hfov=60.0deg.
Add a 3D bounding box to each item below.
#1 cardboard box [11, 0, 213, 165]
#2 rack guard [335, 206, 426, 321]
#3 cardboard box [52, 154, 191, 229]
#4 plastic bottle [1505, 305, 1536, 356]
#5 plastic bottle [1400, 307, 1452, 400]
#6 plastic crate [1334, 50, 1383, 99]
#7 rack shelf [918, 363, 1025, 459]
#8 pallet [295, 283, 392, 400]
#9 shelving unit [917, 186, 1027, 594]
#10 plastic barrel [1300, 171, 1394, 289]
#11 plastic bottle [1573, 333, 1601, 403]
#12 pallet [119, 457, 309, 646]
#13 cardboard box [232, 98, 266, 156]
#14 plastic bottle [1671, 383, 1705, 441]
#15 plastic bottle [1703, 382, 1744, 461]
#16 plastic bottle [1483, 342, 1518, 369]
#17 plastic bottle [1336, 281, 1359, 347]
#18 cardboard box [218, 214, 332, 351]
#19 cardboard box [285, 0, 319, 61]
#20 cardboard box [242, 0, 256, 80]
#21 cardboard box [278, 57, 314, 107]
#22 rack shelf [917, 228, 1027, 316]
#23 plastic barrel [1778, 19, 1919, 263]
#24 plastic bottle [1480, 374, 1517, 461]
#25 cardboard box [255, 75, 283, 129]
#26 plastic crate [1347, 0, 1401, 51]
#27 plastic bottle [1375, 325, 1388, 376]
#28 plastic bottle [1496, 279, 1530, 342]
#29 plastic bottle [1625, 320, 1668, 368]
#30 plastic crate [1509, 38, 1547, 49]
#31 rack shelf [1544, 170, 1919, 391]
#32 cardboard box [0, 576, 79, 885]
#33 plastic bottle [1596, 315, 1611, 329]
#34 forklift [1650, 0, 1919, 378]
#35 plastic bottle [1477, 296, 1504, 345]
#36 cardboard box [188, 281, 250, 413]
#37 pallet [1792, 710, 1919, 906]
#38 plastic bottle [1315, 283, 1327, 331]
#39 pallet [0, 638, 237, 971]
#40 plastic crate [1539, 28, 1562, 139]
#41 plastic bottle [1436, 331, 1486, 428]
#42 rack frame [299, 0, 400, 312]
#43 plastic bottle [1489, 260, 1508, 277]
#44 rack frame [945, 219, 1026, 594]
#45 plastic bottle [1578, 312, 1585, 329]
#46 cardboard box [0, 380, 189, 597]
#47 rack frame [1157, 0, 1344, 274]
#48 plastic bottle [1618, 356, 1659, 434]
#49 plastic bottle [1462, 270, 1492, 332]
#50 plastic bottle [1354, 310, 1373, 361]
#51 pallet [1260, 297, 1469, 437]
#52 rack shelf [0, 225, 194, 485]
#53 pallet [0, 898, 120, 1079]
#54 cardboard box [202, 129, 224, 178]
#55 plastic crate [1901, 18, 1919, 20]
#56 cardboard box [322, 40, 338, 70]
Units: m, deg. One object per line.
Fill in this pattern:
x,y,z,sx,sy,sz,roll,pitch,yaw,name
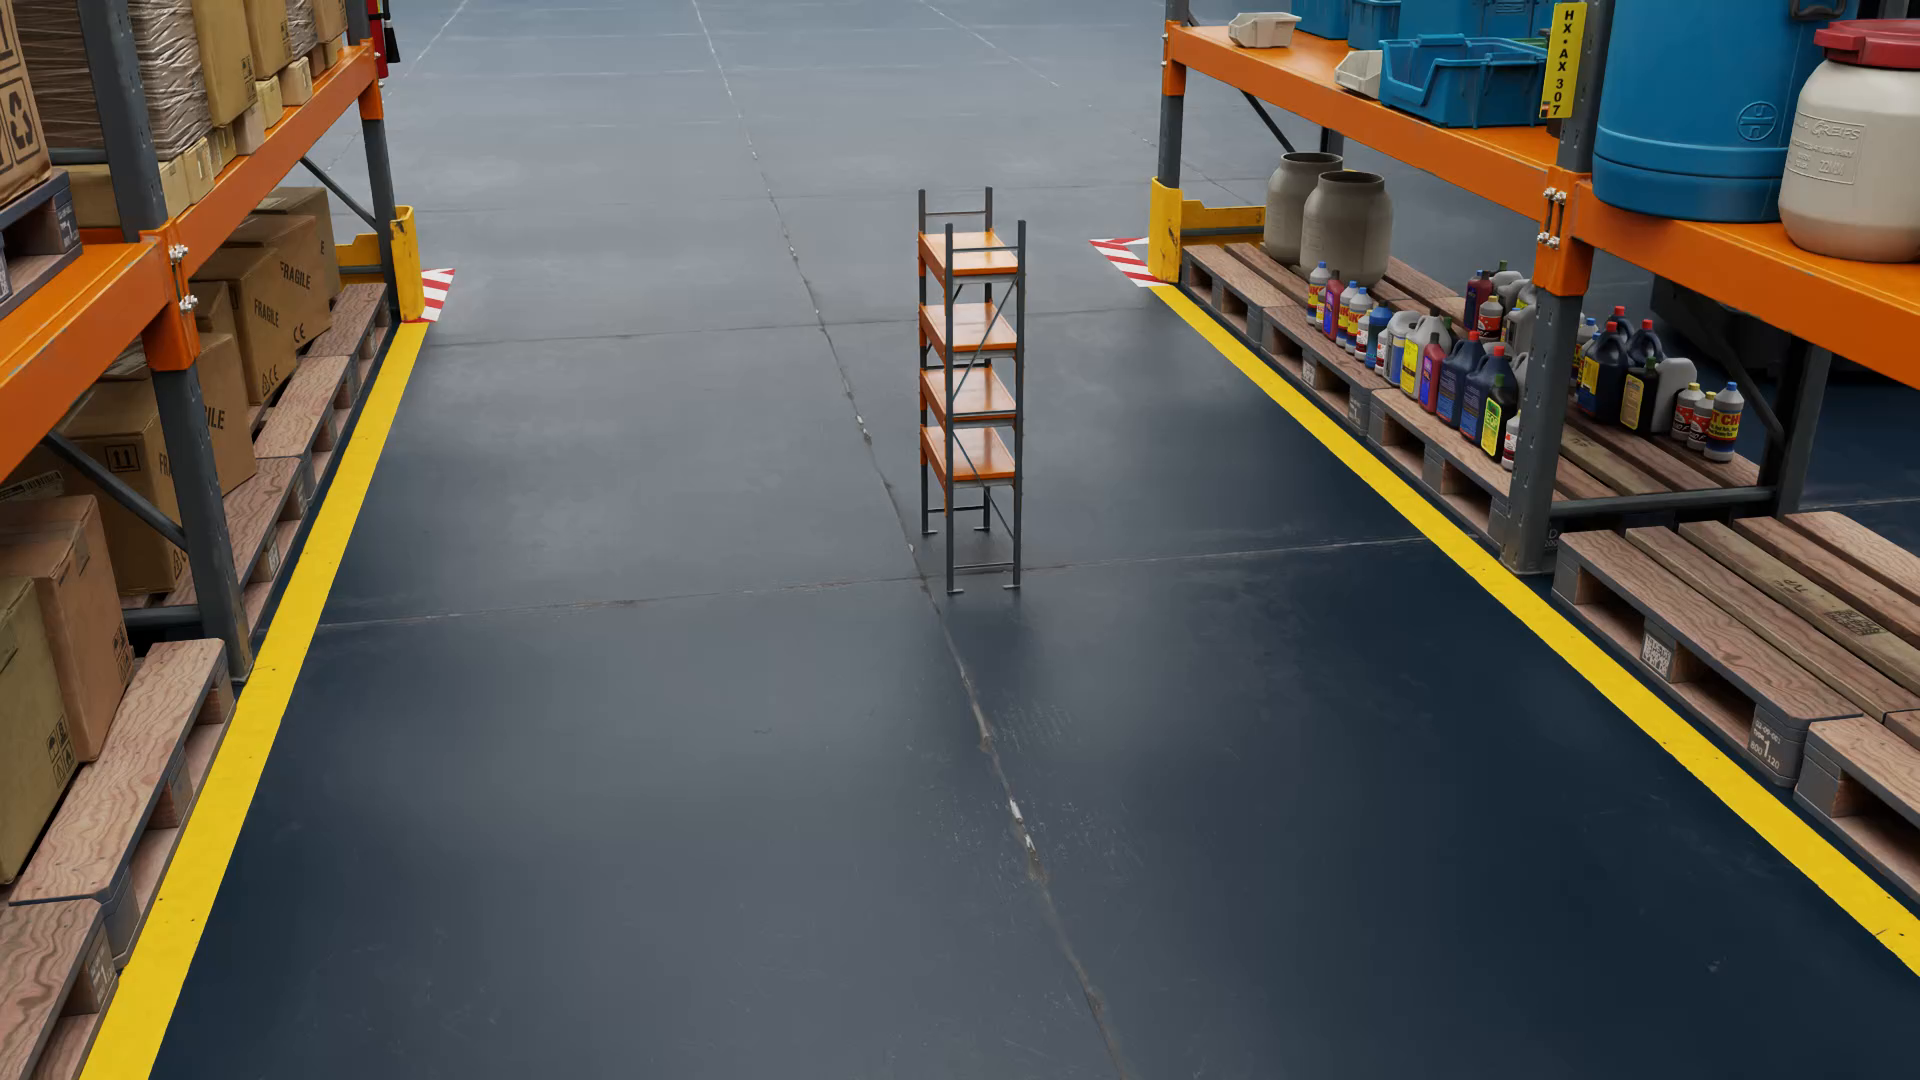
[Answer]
-2.583,-1.308,4.500,0.875,0.500,0.500,-4,24,-10,cardboard box
-3.286,-1.342,8.198,1.175,0.500,0.348,-4,24,-10,rack guard
-2.304,-0.936,4.459,0.380,0.149,0.250,-4,24,-10,cardboard box
2.311,-0.833,6.763,0.152,0.276,0.135,-4,24,-10,plastic bottle
1.810,-0.733,6.440,0.144,0.351,0.185,-4,24,-10,plastic bottle
1.758,-1.810,6.475,0.530,0.136,0.437,-4,24,-10,plastic crate
0.031,-0.423,5.388,0.258,0.148,0.480,-4,24,-10,rack shelf
-3.170,-0.887,7.518,1.003,0.211,1.213,-4,24,-10,pallet
0.031,-0.485,5.361,0.258,1.200,0.503,-4,24,-10,shelving unit
1.857,-1.486,7.988,0.421,0.512,0.421,0,24,0,plastic barrel
2.420,-0.658,6.369,0.097,0.271,0.097,0,24,0,plastic bottle
-2.719,0.072,5.321,1.003,0.211,1.213,-4,24,-10,pallet
-2.473,-1.330,5.362,0.380,0.149,0.250,-4,24,-10,cardboard box
2.642,-0.468,6.020,0.097,0.201,0.097,0,24,0,plastic bottle
2.679,-0.420,5.822,0.097,0.271,0.097,0,24,0,plastic bottle
2.010,-0.592,6.212,0.152,0.276,0.135,-4,24,-10,plastic bottle
1.660,-0.964,7.069,0.097,0.271,0.097,0,24,0,plastic bottle
-3.057,-1.085,7.085,0.500,0.500,0.500,2,24,4,cardboard box
-2.965,-2.094,6.299,0.875,0.500,0.500,-4,24,-10,cardboard box
-2.832,-1.696,5.390,0.875,0.500,0.500,-4,24,-10,cardboard box
-2.664,-1.723,6.262,0.380,0.149,0.250,-4,24,-10,cardboard box
0.031,-0.845,5.203,0.258,0.148,0.480,-4,24,-10,rack shelf
2.269,-0.980,4.077,0.433,0.535,0.433,0,24,0,plastic barrel
1.894,-0.432,5.836,0.061,0.283,0.133,-3,24,-7,plastic bottle
-2.595,-1.525,5.807,0.380,0.149,0.250,-4,24,-10,cardboard box
2.069,-2.385,7.649,0.499,0.251,0.408,-4,24,-10,plastic crate
1.735,-0.773,6.719,0.097,0.201,0.097,0,24,0,plastic bottle
2.383,-0.992,7.126,0.152,0.276,0.135,-5,24,-11,plastic bottle
2.566,-0.647,6.243,0.144,0.351,0.185,-4,24,-8,plastic bottle
2.334,-1.768,6.316,0.450,0.188,0.662,-4,24,-10,plastic crate
2.677,-0.194,3.346,1.077,0.370,4.000,-4,24,-10,rack shelf
-2.398,0.432,3.587,0.700,0.500,0.500,-4,24,-10,cardboard box
2.541,-0.758,6.582,0.061,0.283,0.133,-3,24,-7,plastic bottle
4.889,-2.219,7.169,3.031,2.935,1.130,1,24,2,forklift
2.264,-0.941,7.103,0.097,0.201,0.097,0,24,0,plastic bottle
-2.900,-0.614,6.007,0.500,0.500,0.500,-6,24,-14,cardboard box
2.720,0.754,3.760,1.003,0.211,1.213,-4,24,-10,pallet
1.616,-1.026,7.299,0.097,0.201,0.097,0,24,0,plastic bottle
-2.415,0.640,4.021,1.003,0.211,1.213,-4,24,-10,pallet
2.336,-1.498,5.509,0.767,0.338,0.504,-4,24,-10,plastic crate
1.869,-0.606,6.149,0.144,0.351,0.185,-6,24,-12,plastic bottle
-3.300,-2.517,7.766,1.000,3.000,0.127,-4,24,-10,rack frame
2.378,-1.106,7.379,0.061,0.283,0.133,-4,24,-8,plastic bottle
0.076,-0.389,5.141,0.240,1.200,0.015,-4,24,-10,rack frame
2.452,-0.888,6.795,0.144,0.351,0.185,-4,24,-10,plastic bottle
-2.595,-0.151,4.947,0.500,0.500,0.500,-5,24,-11,cardboard box
1.568,-2.884,8.606,1.000,3.000,0.127,-4,24,-10,rack frame
2.488,-0.542,6.088,0.061,0.283,0.133,-4,24,-10,plastic bottle
2.253,-1.042,7.231,0.061,0.283,0.133,-4,24,-10,plastic bottle
1.697,-0.854,6.904,0.097,0.201,0.097,0,24,0,plastic bottle
1.995,-0.781,7.274,1.003,0.211,1.213,-4,24,-10,pallet
-2.190,0.172,2.507,1.077,0.370,4.000,-4,24,-10,rack shelf
-2.186,1.121,2.920,1.003,0.211,1.213,-4,24,-10,pallet
-2.411,-1.131,4.907,0.380,0.149,0.250,-4,24,-10,cardboard box
2.698,-1.172,4.606,0.402,0.464,0.583,-4,24,-10,plastic crate
-2.902,-2.113,7.153,0.380,0.149,0.250,-4,24,-10,cardboard box
